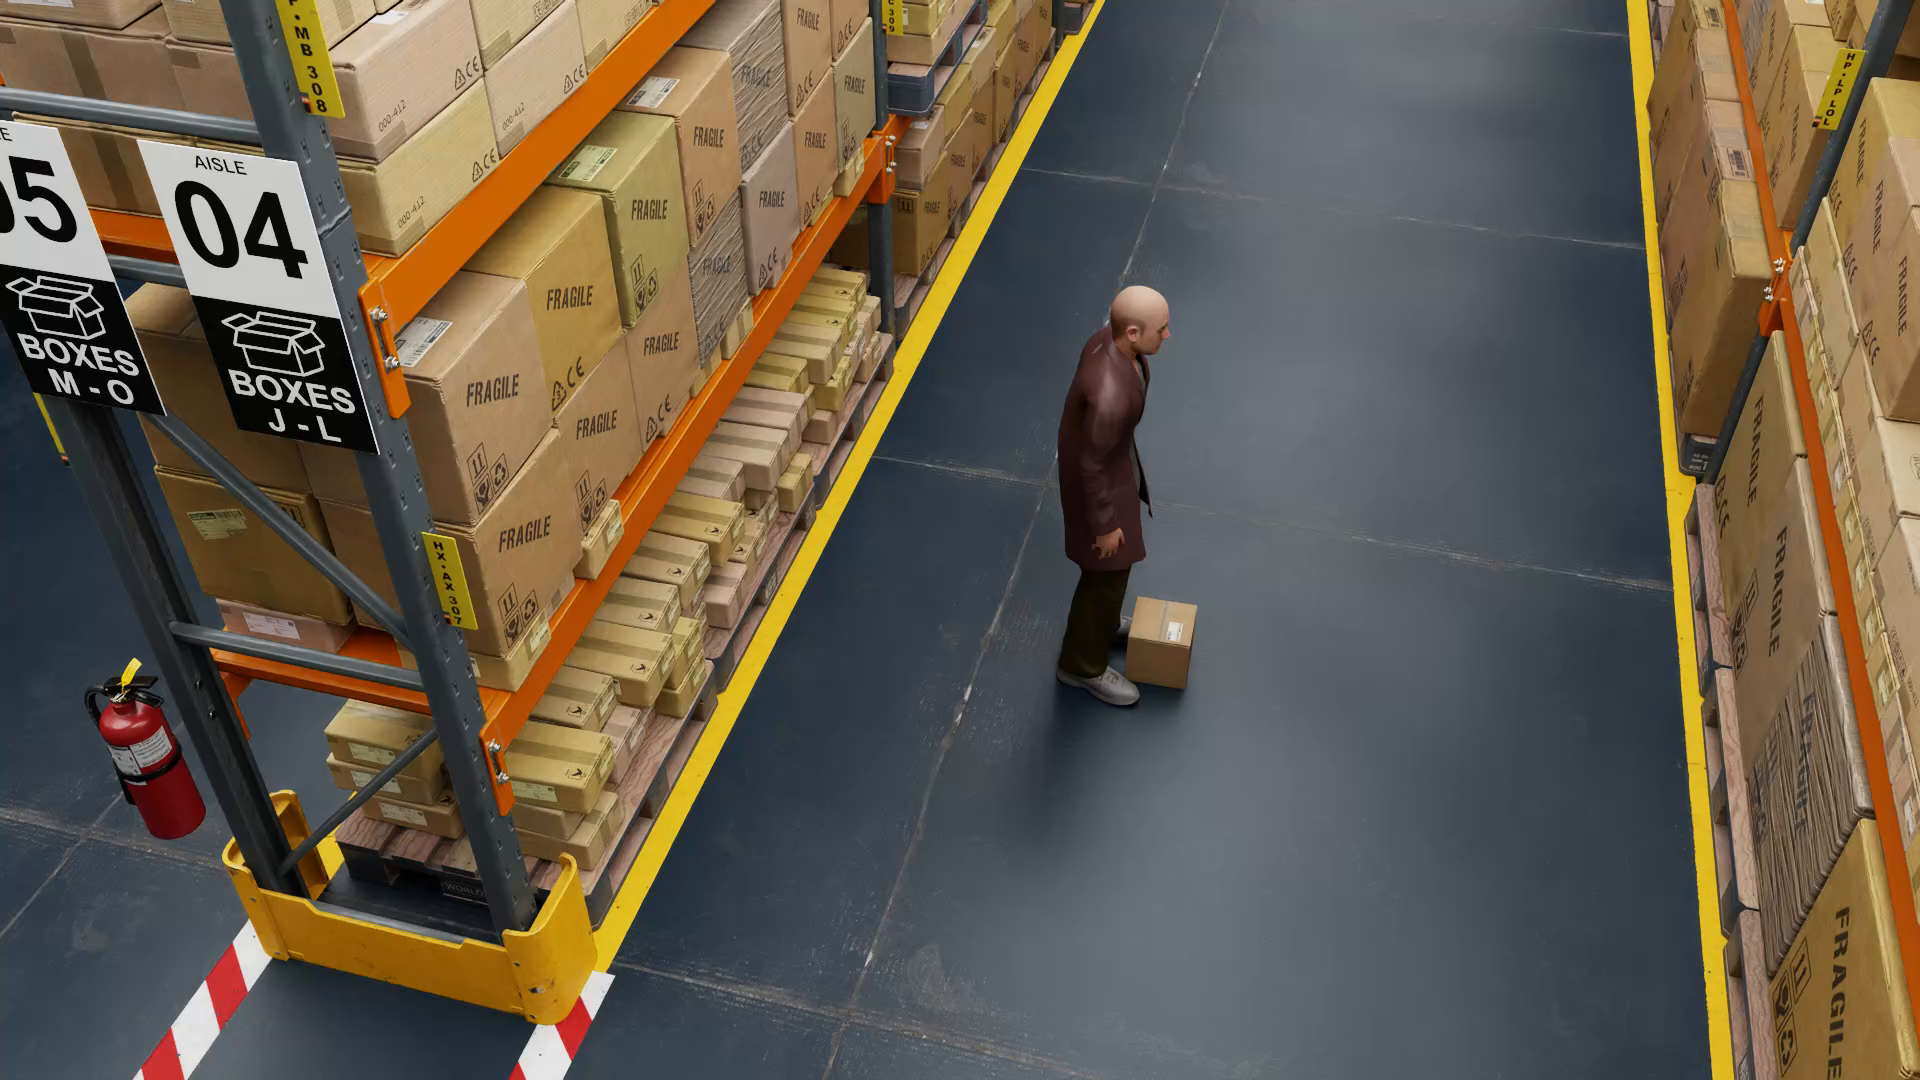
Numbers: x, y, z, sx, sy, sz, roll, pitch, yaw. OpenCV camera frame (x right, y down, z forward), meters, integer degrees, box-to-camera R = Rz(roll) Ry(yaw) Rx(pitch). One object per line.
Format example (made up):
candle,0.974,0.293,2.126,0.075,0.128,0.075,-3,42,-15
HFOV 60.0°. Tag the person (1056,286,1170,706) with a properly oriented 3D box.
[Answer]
person,0.582,-0.198,6.403,0.428,1.772,0.642,8,41,9
